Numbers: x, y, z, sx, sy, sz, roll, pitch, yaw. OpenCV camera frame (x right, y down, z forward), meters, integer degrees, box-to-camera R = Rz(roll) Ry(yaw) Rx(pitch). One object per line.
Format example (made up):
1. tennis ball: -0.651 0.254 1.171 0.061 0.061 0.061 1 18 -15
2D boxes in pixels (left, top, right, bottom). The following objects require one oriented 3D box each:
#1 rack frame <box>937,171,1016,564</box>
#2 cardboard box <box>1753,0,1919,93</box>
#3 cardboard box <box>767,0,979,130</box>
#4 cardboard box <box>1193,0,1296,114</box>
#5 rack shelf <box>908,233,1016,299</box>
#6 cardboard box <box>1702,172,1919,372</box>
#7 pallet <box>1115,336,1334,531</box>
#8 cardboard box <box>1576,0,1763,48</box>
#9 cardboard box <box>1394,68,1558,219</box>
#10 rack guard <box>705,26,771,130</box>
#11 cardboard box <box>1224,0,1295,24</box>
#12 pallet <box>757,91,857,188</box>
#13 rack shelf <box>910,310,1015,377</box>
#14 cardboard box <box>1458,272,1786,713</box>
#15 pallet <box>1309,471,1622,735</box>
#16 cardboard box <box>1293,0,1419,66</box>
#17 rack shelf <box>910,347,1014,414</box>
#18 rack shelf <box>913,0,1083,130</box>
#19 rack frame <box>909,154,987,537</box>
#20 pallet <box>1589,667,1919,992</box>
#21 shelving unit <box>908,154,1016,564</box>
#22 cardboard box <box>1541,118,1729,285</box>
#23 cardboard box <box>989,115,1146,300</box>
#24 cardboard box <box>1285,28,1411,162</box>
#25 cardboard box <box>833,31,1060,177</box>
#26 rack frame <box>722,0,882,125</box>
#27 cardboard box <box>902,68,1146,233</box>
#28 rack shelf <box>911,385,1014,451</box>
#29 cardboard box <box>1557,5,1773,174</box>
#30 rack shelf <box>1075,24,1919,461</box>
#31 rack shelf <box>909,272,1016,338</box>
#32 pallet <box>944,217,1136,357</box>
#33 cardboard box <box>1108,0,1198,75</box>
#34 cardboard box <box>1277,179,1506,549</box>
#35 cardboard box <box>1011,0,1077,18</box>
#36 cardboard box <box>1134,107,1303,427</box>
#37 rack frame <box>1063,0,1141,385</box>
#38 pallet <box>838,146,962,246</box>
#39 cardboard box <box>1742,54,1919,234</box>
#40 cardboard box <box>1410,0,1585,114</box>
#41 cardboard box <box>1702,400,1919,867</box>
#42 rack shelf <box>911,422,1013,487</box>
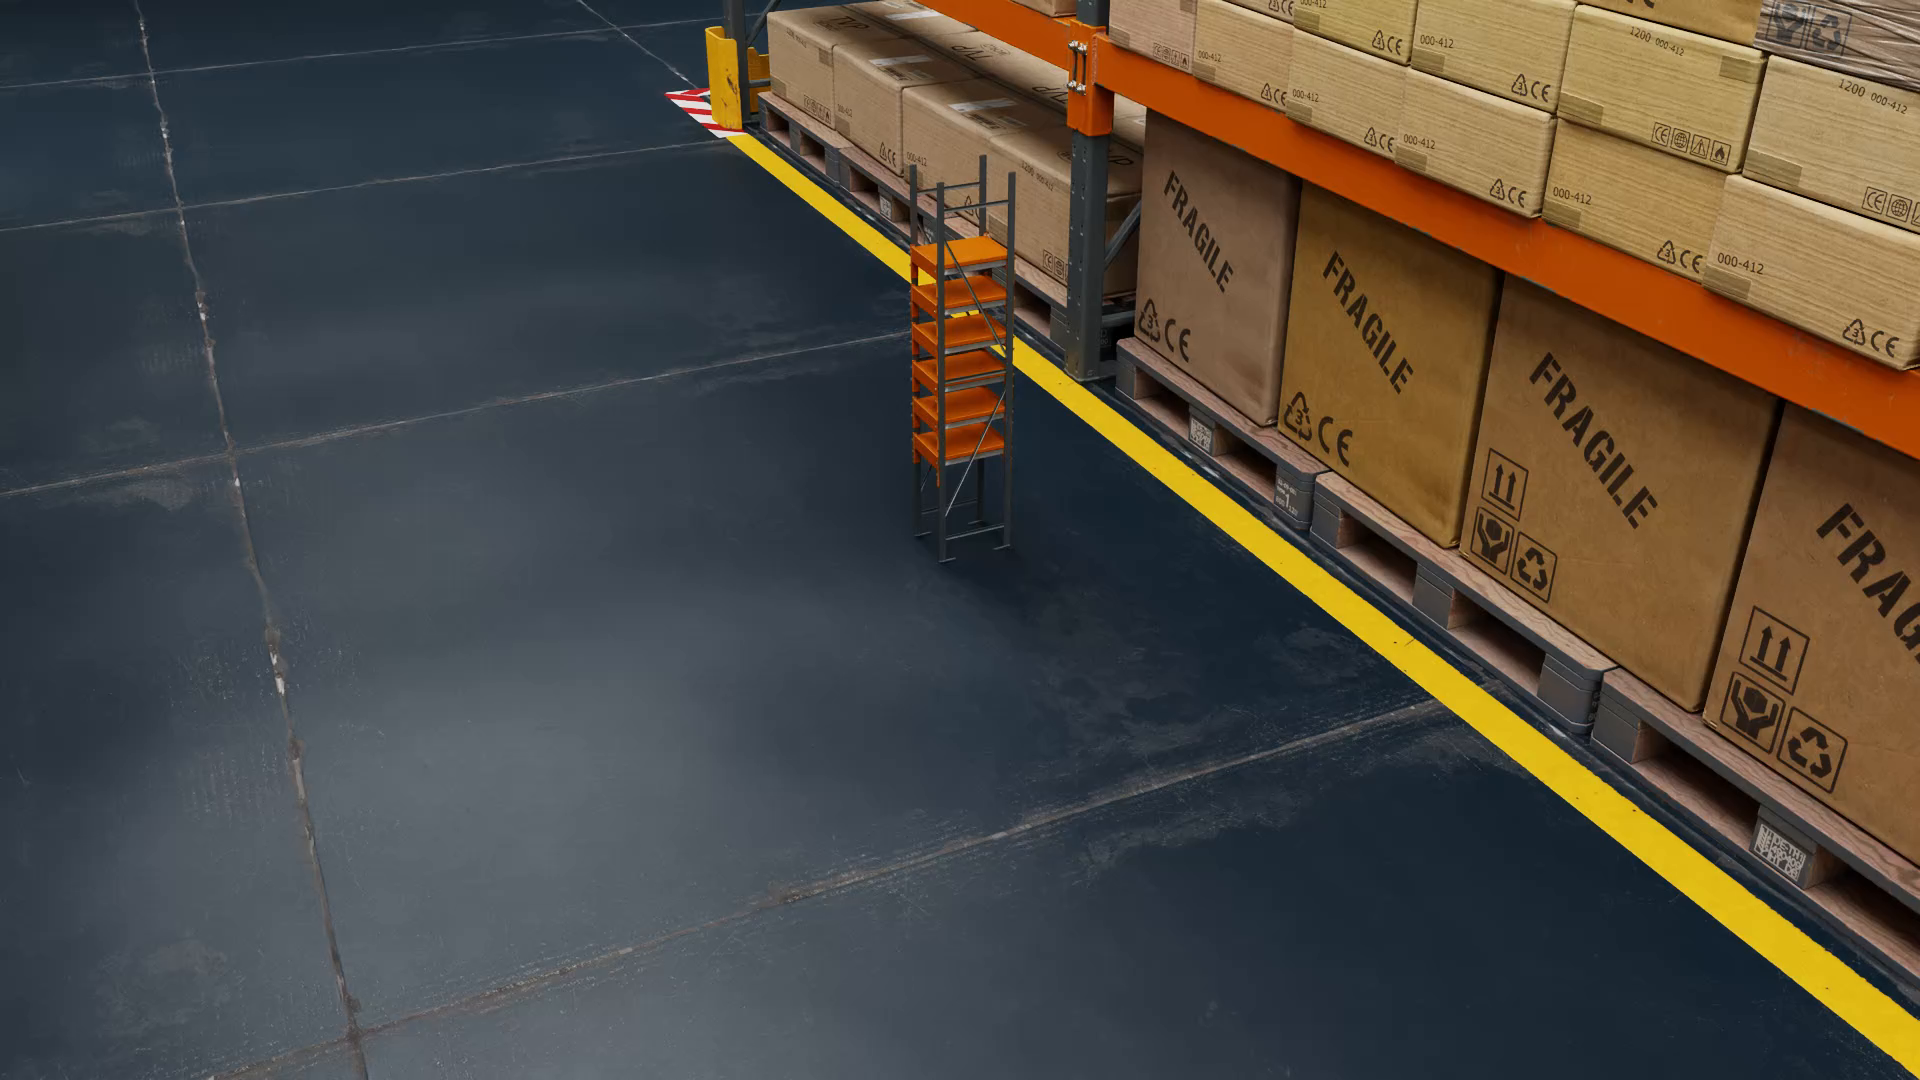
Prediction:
1. rack frame: 0.046 -0.477 4.873 0.240 1.200 0.006 -13 32 -22
2. cardboard box: 1.908 -1.139 3.090 0.500 0.500 0.500 -13 32 -21
3. cardboard box: -0.467 -2.590 8.992 0.875 0.438 0.875 -14 32 -24
4. cardboard box: 1.051 -1.484 4.984 0.500 0.250 0.500 -14 32 -23
5. rack shelf: 0.006 -0.792 4.791 0.258 0.103 0.180 -13 32 -22
6. cardboard box: 1.909 -0.587 3.383 0.500 0.250 0.500 -13 32 -21
7. pallet: 1.276 -0.487 5.902 1.003 0.211 1.213 -13 32 -22
8. cardboard box: 1.701 -1.360 3.484 0.500 0.500 0.500 -13 32 -22
9. cardboard box: 1.462 -1.032 4.177 0.500 0.250 0.500 -14 32 -23
10. rack guard: -0.851 -2.715 9.581 1.175 0.500 0.348 -13 32 -22
11. cardboard box: 1.060 -1.702 4.861 0.500 0.250 0.500 -13 32 -21
12. pallet: -0.427 -2.242 9.032 1.003 0.211 1.213 -13 32 -22
13. rack shelf: 0.006 -0.583 4.908 0.258 0.103 0.180 -13 32 -22
14. cardboard box: 1.993 -0.235 4.345 0.875 0.875 0.875 -13 32 -21
15. pallet: 1.804 0.053 4.939 1.003 0.211 1.213 -13 32 -22
16. cardboard box: 1.253 -1.474 4.454 0.500 0.250 0.500 -13 32 -21
17. rack shelf: 0.006 -0.478 4.967 0.258 0.103 0.180 -13 32 -22
18. rack shelf: 0.018 -2.598 7.551 1.077 0.370 4.000 -13 32 -22
19. rack frame: -0.033 -0.557 5.017 0.240 1.200 0.006 -13 32 -22
20. pallet: 2.323 0.591 3.980 1.003 0.211 1.213 -13 32 -22
21. shelving unit: 0.006 -0.517 4.945 0.258 1.200 0.189 -13 32 -22
22. cardboard box: 1.707 -0.813 3.786 0.500 0.250 0.500 -13 32 -22
23. cardboard box: 0.704 -1.393 6.858 0.875 0.438 0.875 -14 32 -23
24. cardboard box: 1.256 -1.255 4.574 0.500 0.250 0.500 -13 32 -22
25. cardboard box: -0.067 -2.187 8.274 0.875 0.438 0.875 -12 32 -21
26. rack frame: -0.841 -3.795 8.951 1.000 3.000 0.127 -13 32 -22
27. cardboard box: 0.319 -1.789 7.563 0.875 0.438 0.875 -14 32 -23
28. rack shelf: 0.006 -0.374 5.026 0.258 0.103 0.180 -13 32 -22
29. cardboard box: 1.695 -1.022 3.647 0.500 0.250 0.500 -14 32 -23
30. rack shelf: 1.735 -0.831 4.400 1.077 0.370 4.000 -13 32 -22
31. rack shelf: 0.006 -0.688 4.849 0.258 0.103 0.180 -13 32 -22
32. pallet: 0.621 -1.164 7.110 1.003 0.211 1.213 -13 32 -22
33. cardboard box: 0.827 -1.713 5.391 0.500 0.250 0.500 -14 32 -23
34. cardboard box: 1.610 -0.630 5.049 0.875 0.875 0.875 -12 31 -21
35. cardboard box: 0.447 -2.223 6.045 0.500 0.500 0.500 -13 32 -22
36. cardboard box: 1.215 -1.027 5.758 0.875 0.875 0.875 -12 31 -20
37. rack frame: 0.877 -2.028 5.799 1.000 3.000 0.127 -13 32 -22
38. pallet: 0.093 -1.704 8.072 1.003 0.211 1.213 -13 32 -22
39. cardboard box: 1.933 -0.800 3.252 0.500 0.250 0.500 -14 32 -23
40. cardboard box: 1.471 -1.251 4.056 0.500 0.250 0.500 -14 32 -23
41. cardboard box: 2.372 0.160 3.641 0.875 0.875 0.875 -13 32 -22
42. rack shelf: 0.006 -0.269 5.084 0.258 0.103 0.180 -13 32 -22
